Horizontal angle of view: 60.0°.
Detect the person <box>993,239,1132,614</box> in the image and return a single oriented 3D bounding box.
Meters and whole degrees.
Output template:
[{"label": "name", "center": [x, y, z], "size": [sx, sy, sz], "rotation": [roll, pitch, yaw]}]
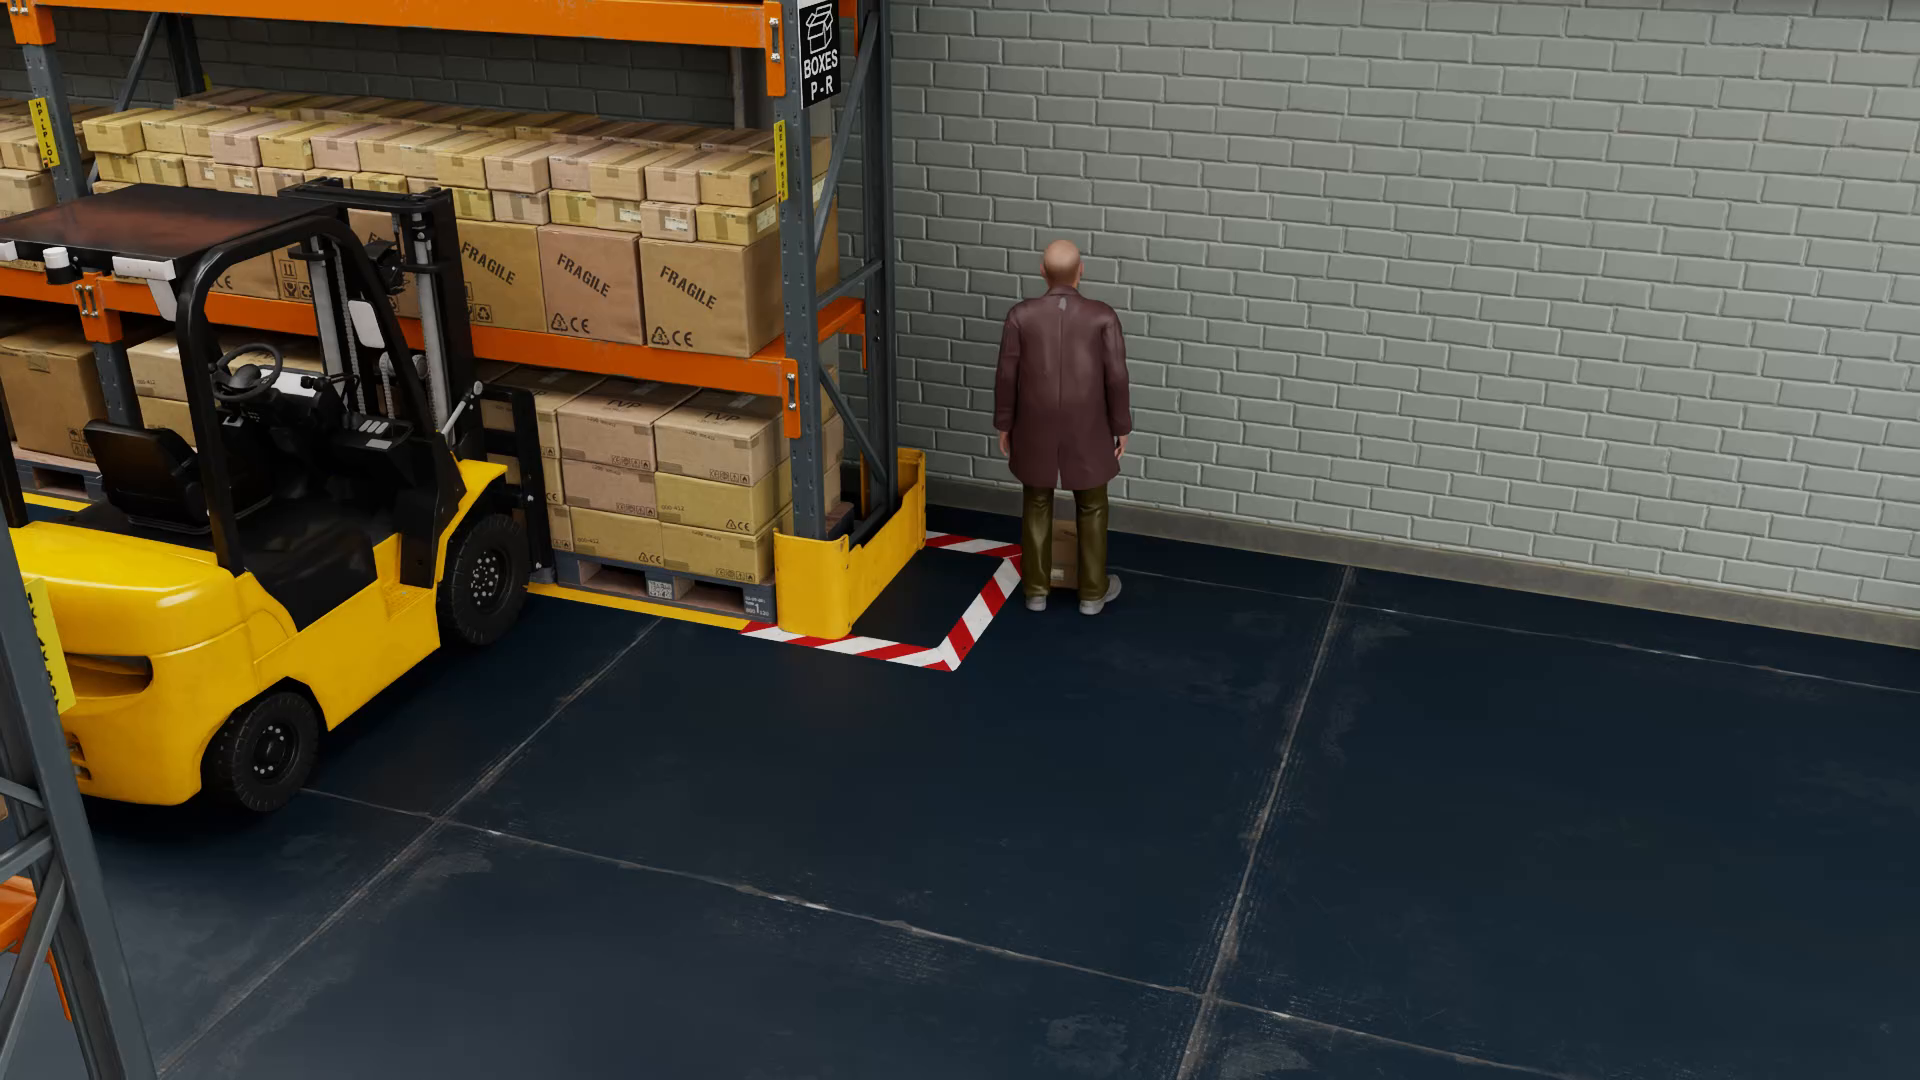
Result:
[{"label": "person", "center": [0.472, -0.511, 7.706], "size": [0.645, 1.772, 0.429], "rotation": [4, 26, 8]}]
